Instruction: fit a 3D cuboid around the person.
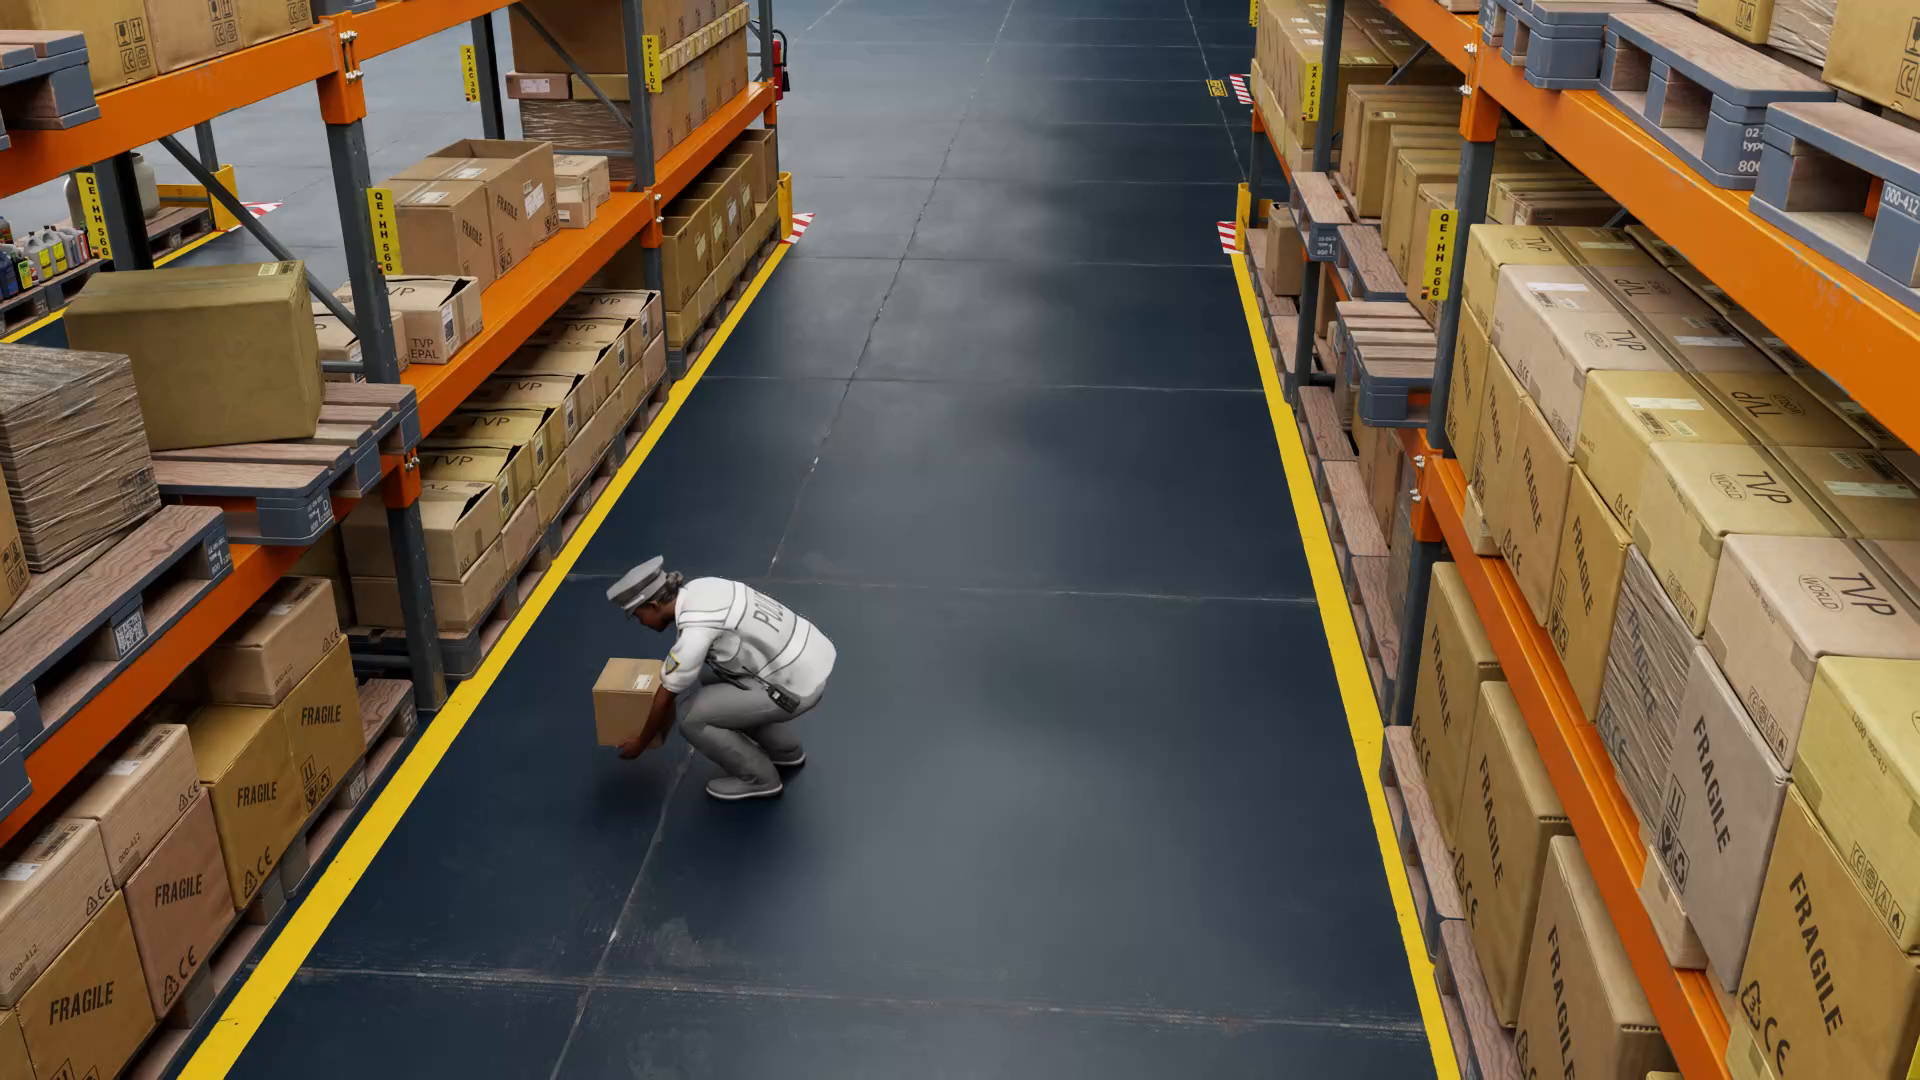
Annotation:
[{"bbox_3d":[-0.898,0.508,6.343,0.836,0.968,0.484,2,25,4],"label":"person"}]
